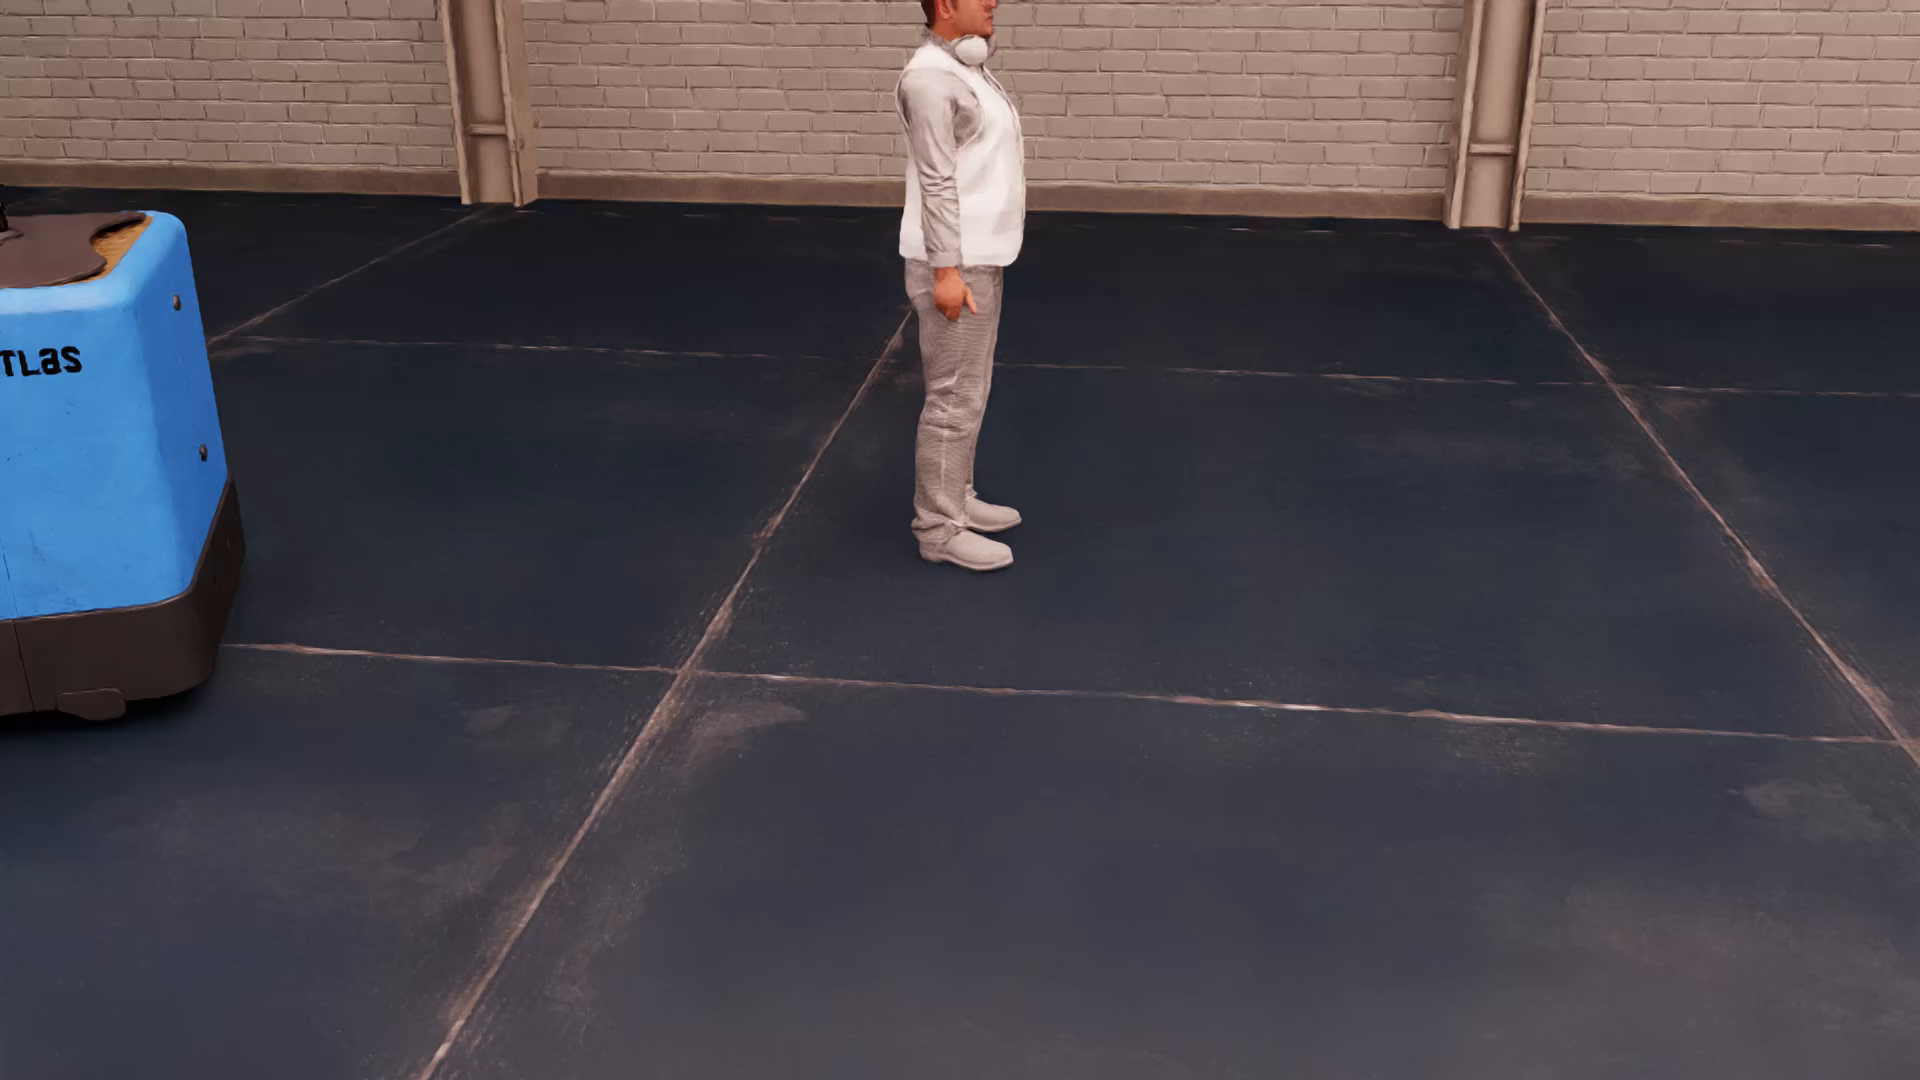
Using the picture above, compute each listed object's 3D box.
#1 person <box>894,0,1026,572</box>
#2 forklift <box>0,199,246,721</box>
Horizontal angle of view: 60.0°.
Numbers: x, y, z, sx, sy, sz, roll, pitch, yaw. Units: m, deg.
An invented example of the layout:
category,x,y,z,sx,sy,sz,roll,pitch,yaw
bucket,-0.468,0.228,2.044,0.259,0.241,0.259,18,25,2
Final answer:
category,x,y,z,sx,sy,sz,roll,pitch,yaw
person,0.008,-0.823,4.848,0.356,1.776,0.529,3,22,7
forklift,-3.444,-0.953,3.619,3.031,2.935,1.130,-6,23,-15
